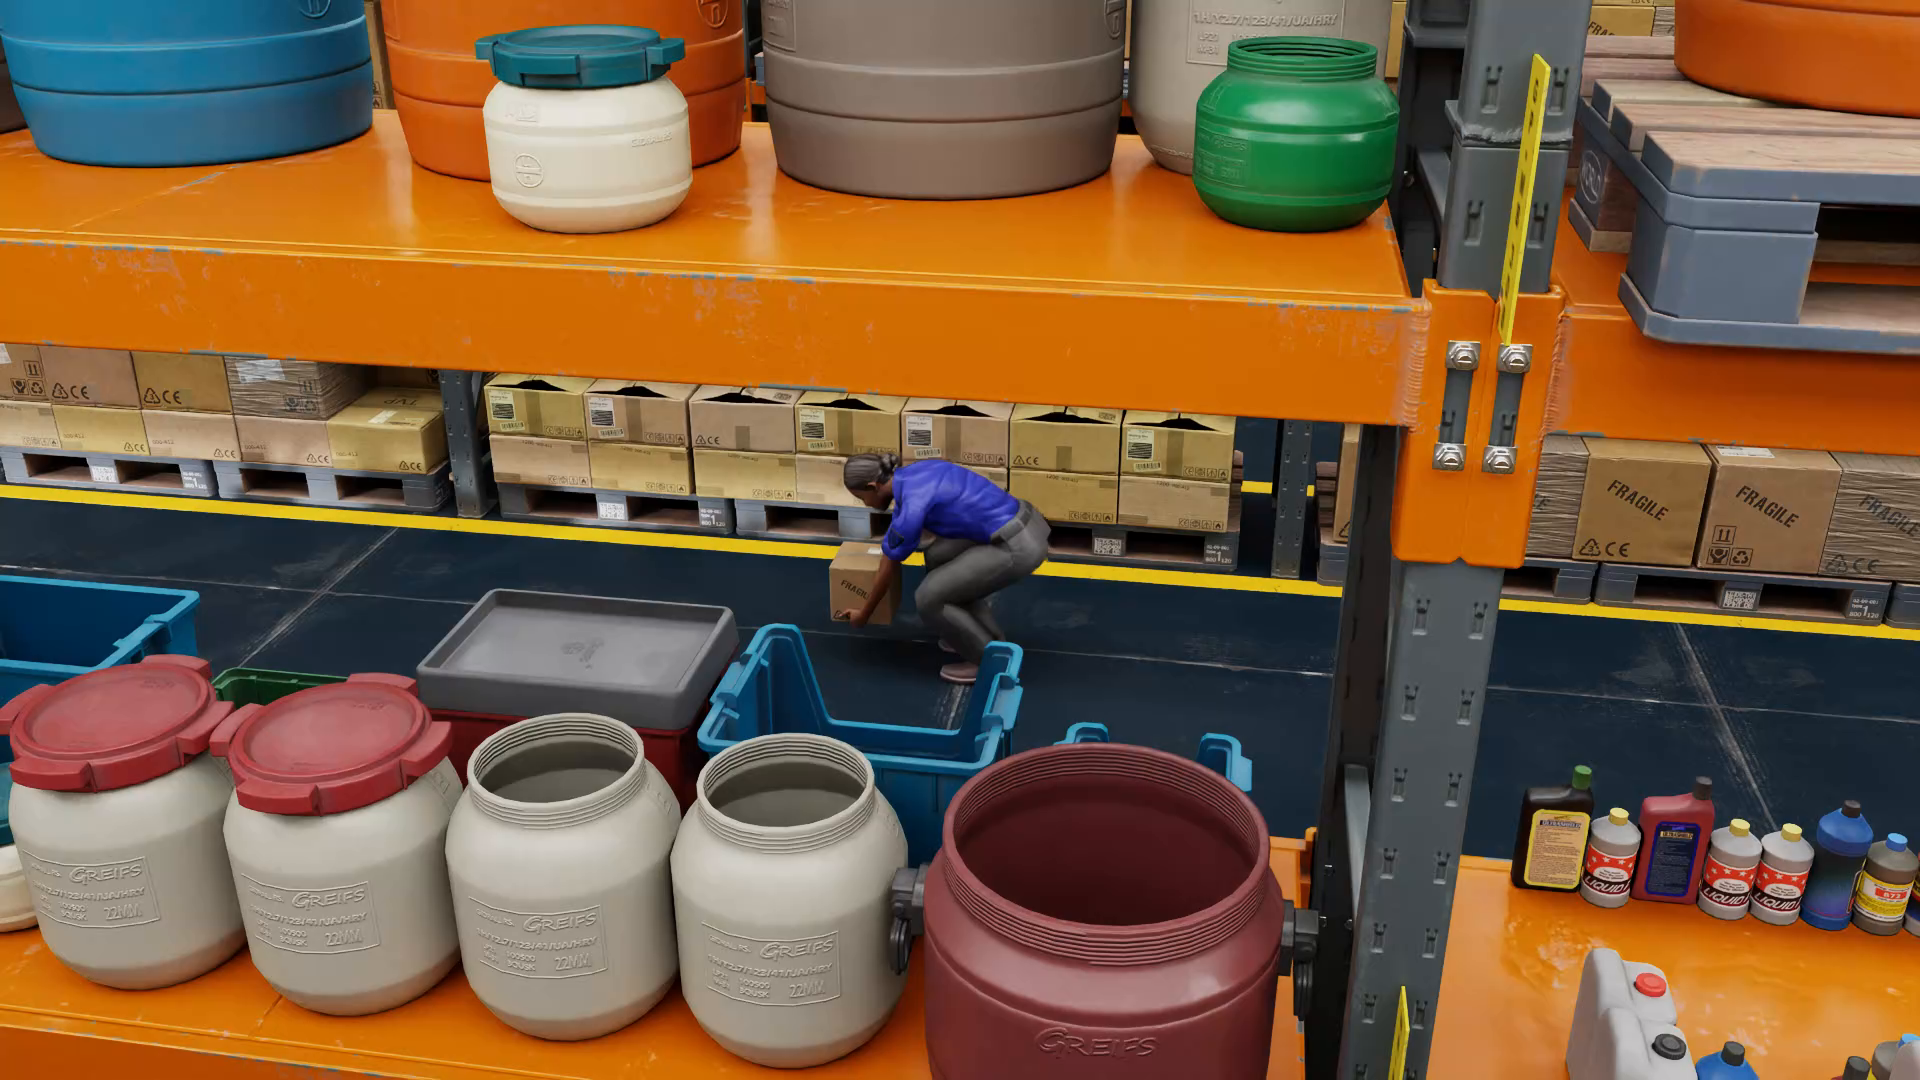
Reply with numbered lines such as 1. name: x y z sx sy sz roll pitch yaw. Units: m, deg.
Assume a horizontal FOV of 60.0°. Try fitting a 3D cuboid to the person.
1. person: -0.063 0.089 6.781 0.854 0.940 0.463 3 25 7
